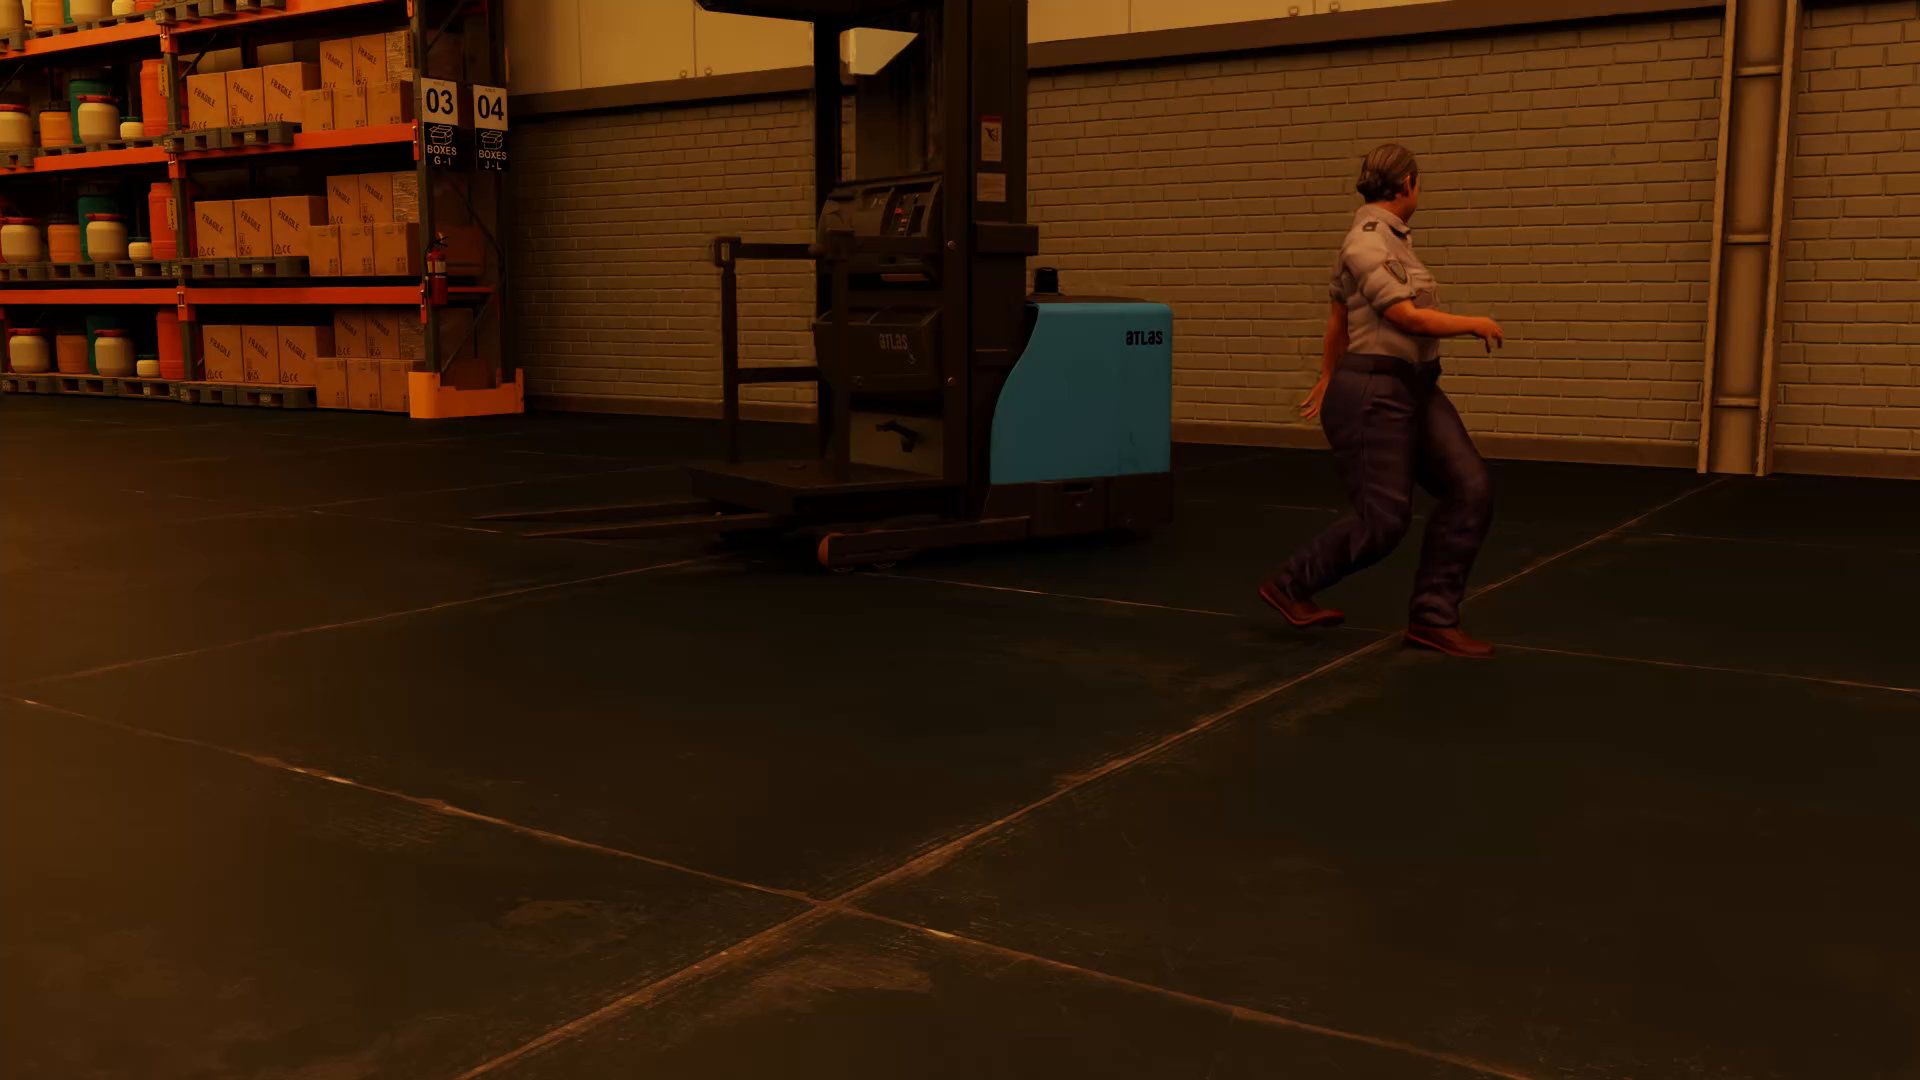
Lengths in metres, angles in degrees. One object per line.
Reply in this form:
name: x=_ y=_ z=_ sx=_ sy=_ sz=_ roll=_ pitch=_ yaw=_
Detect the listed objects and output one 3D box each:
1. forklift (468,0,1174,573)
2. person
forklift: x=-0.528 y=-1.401 z=7.048 sx=3.031 sy=2.935 sz=1.130 roll=-5 pitch=10 yaw=-33
person: x=1.329 y=-0.440 z=5.214 sx=0.776 sy=1.574 sz=0.533 roll=6 pitch=10 yaw=37
